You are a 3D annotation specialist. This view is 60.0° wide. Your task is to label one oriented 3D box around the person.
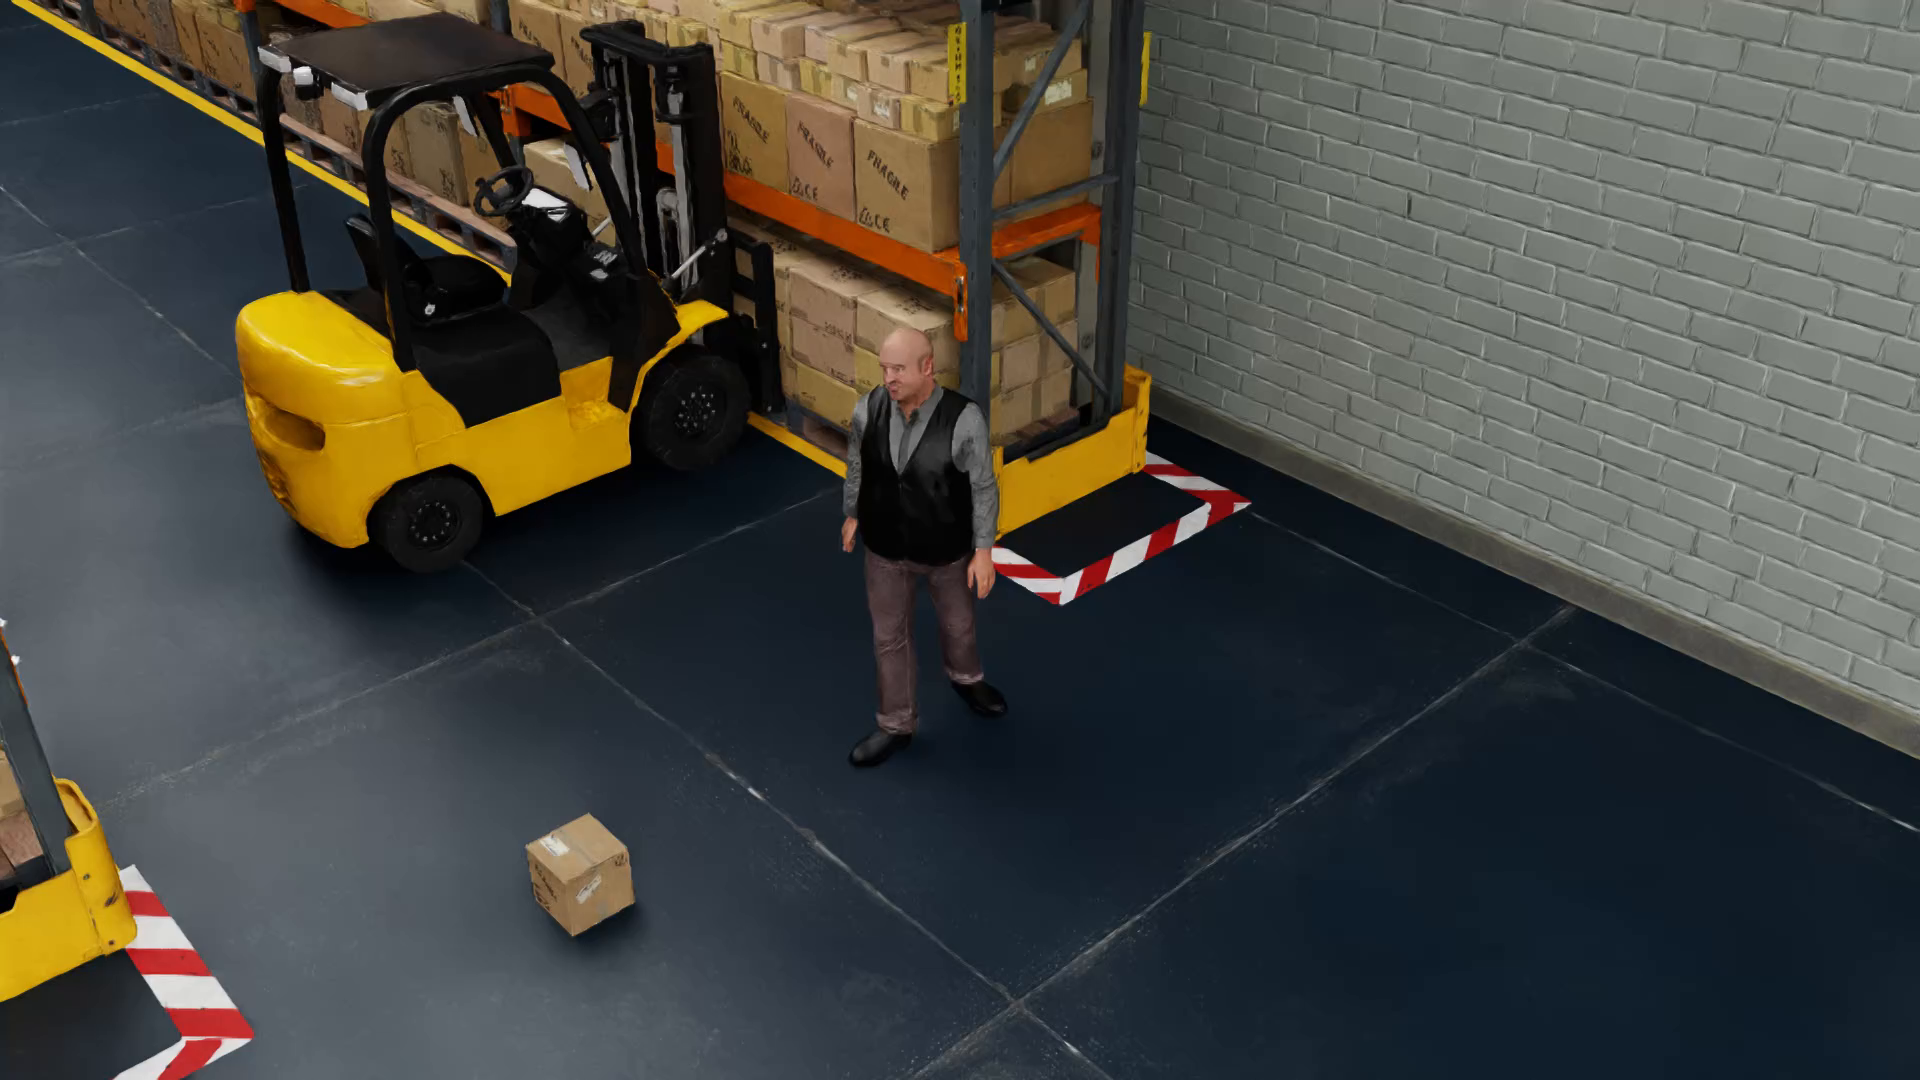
[{"bbox_3d":[-0.157,0.010,6.143,0.649,1.720,0.619,8,32,12],"label":"person"}]
